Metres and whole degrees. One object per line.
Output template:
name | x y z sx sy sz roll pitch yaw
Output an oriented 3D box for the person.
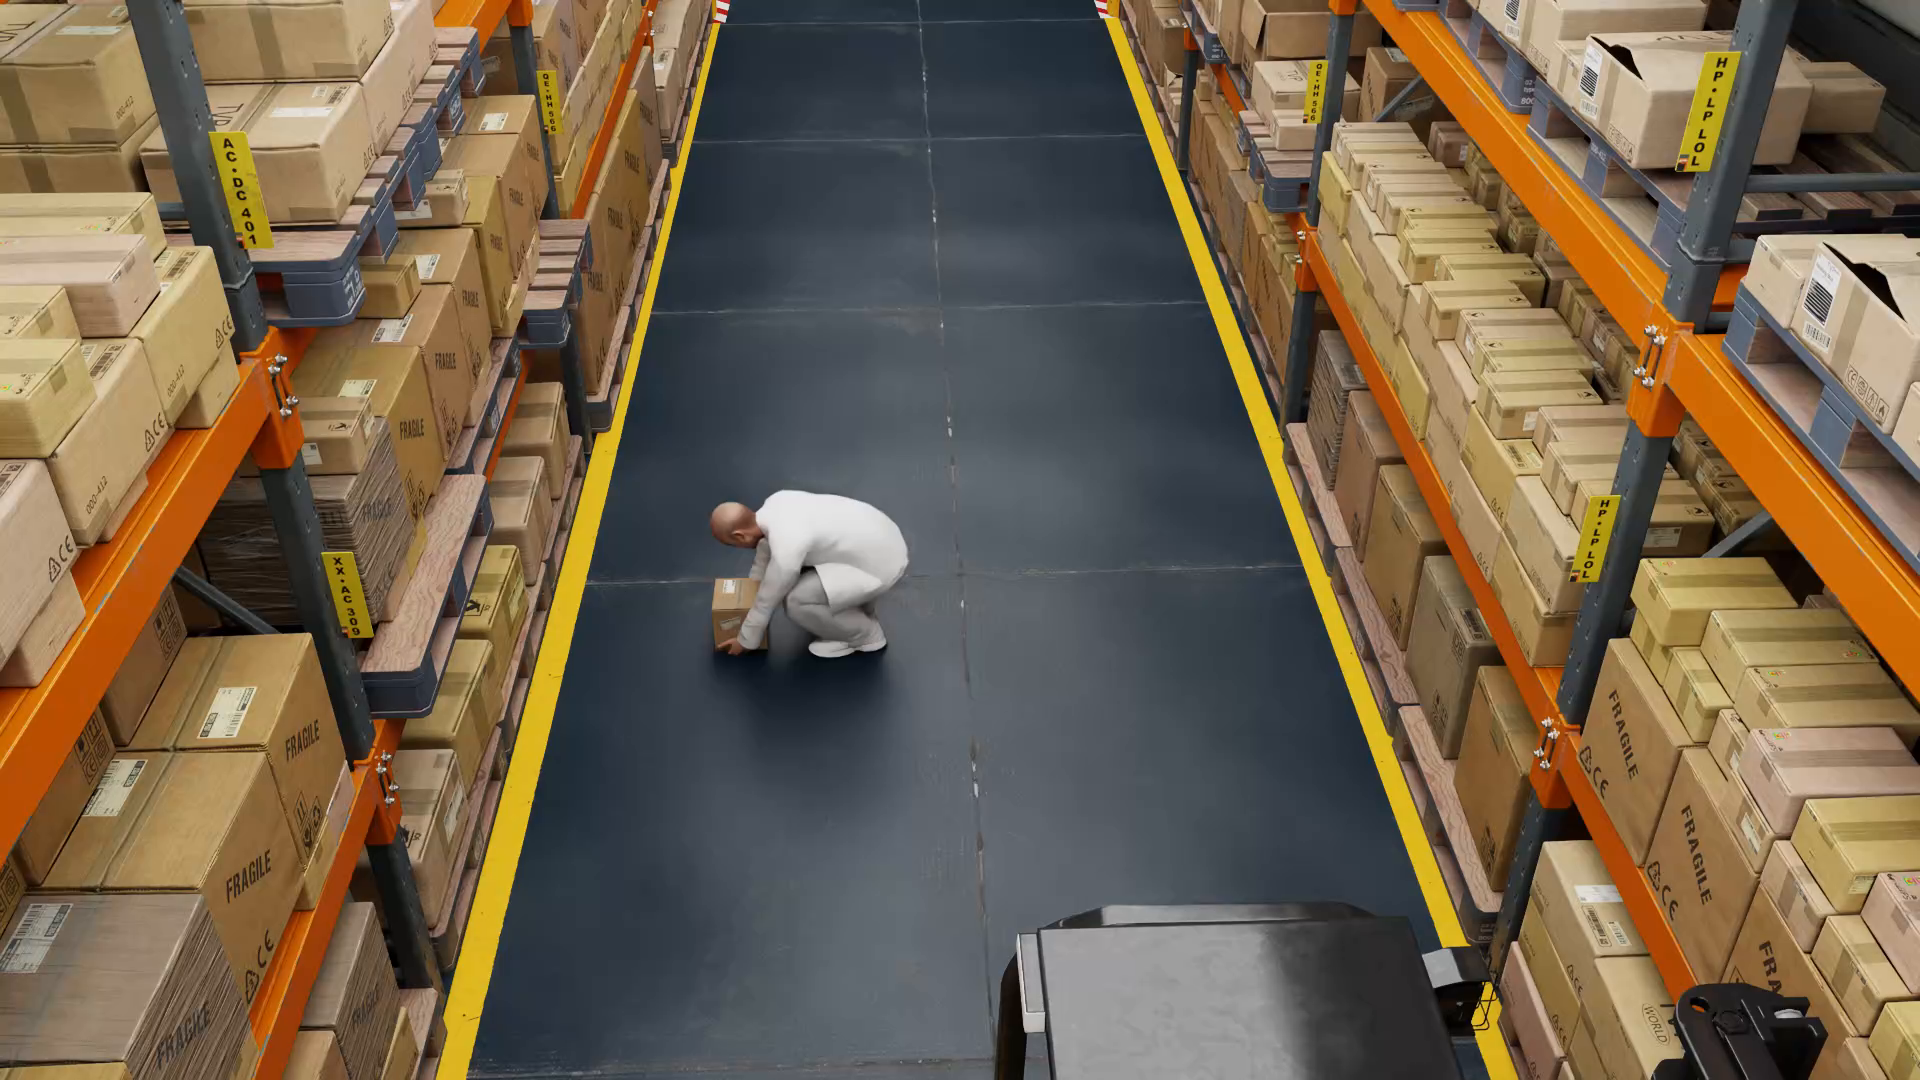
person | -0.707 0.168 7.918 0.926 0.844 0.578 -2 35 -3
